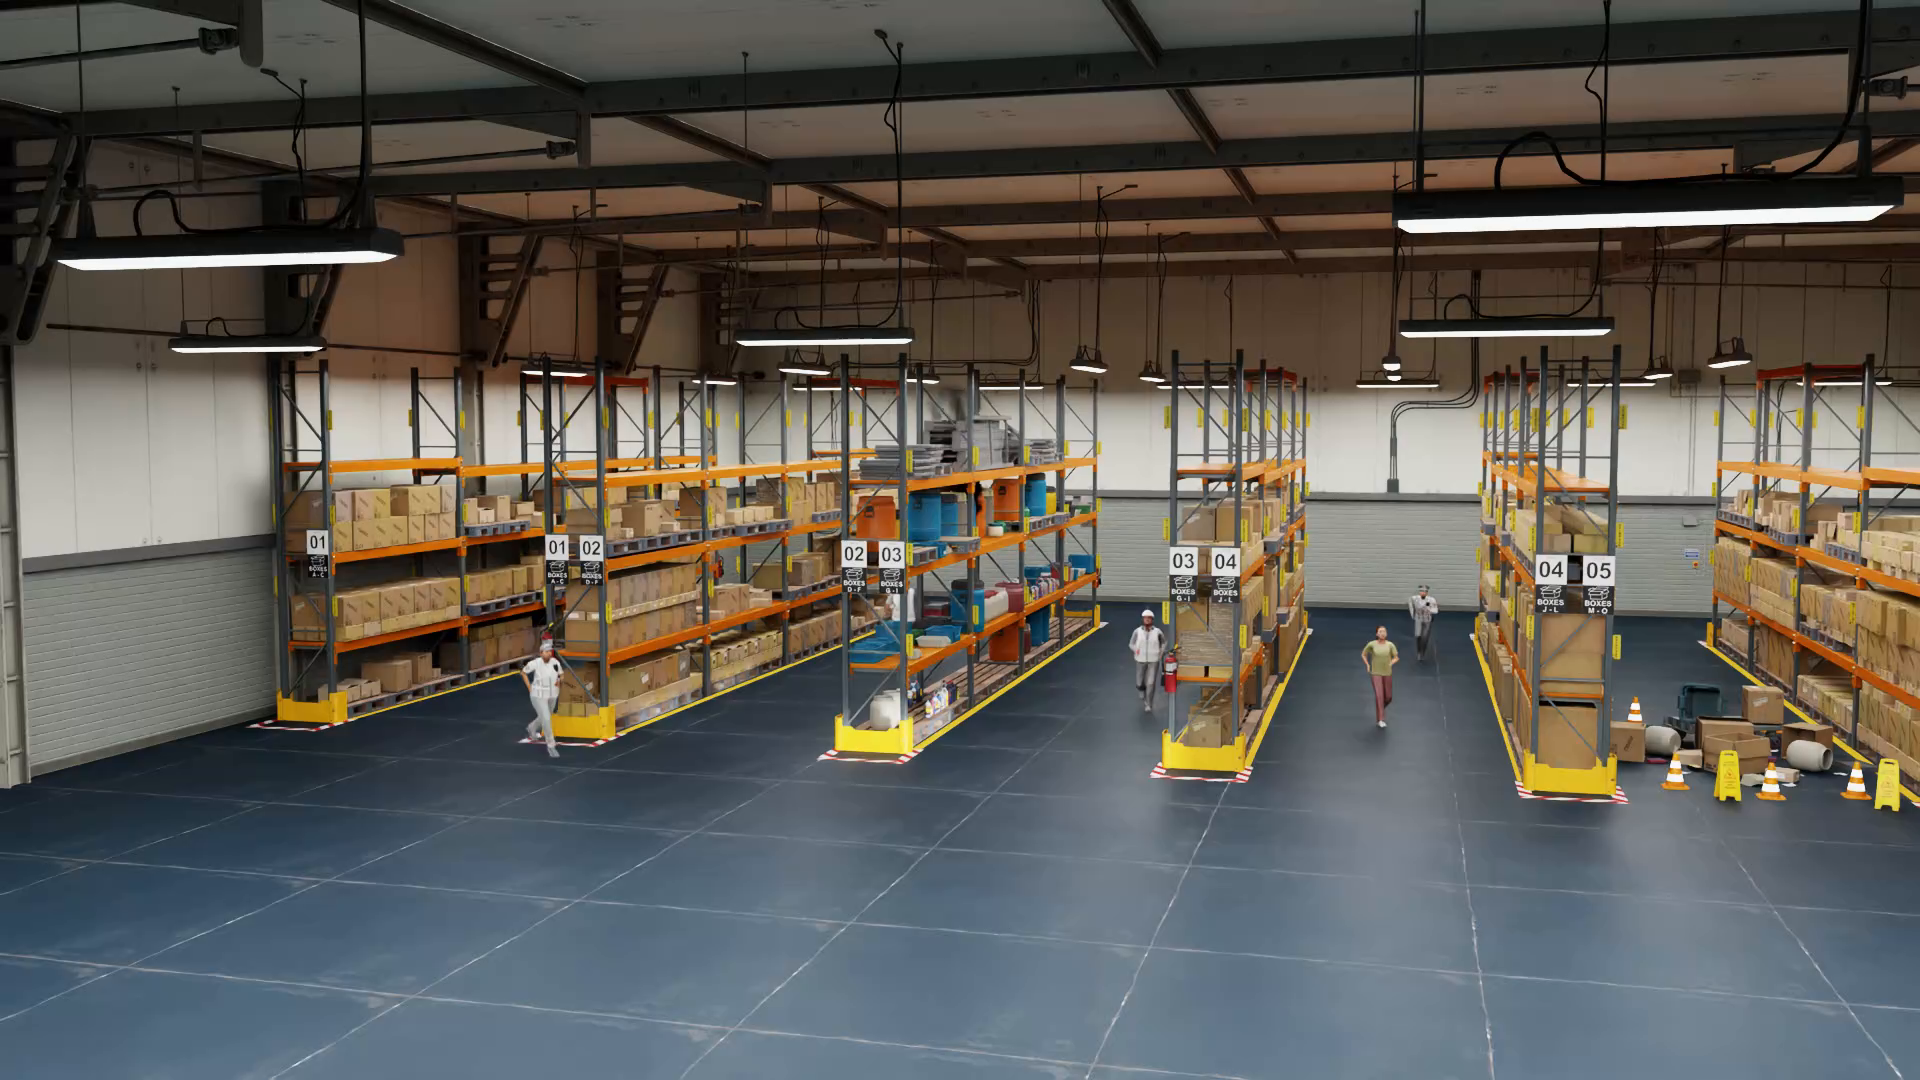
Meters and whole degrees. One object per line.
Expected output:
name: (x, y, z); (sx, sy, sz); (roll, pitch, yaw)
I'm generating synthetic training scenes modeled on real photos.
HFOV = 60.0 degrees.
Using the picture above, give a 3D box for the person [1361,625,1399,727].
person: (6.912, 2.215, 27.341); (0.589, 1.637, 0.829); (0, 4, 3)

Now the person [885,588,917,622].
person: (-1.065, 1.554, 31.103); (0.668, 1.821, 0.799); (1, 4, 10)

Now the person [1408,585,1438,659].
person: (9.572, 1.702, 34.418); (0.600, 1.608, 0.827); (1, 4, 16)

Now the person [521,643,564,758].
person: (-6.264, 2.394, 25.066); (1.052, 1.708, 0.560); (4, 6, 42)

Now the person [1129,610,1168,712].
person: (3.246, 2.078, 28.698); (0.669, 1.728, 0.760); (1, 4, 11)
